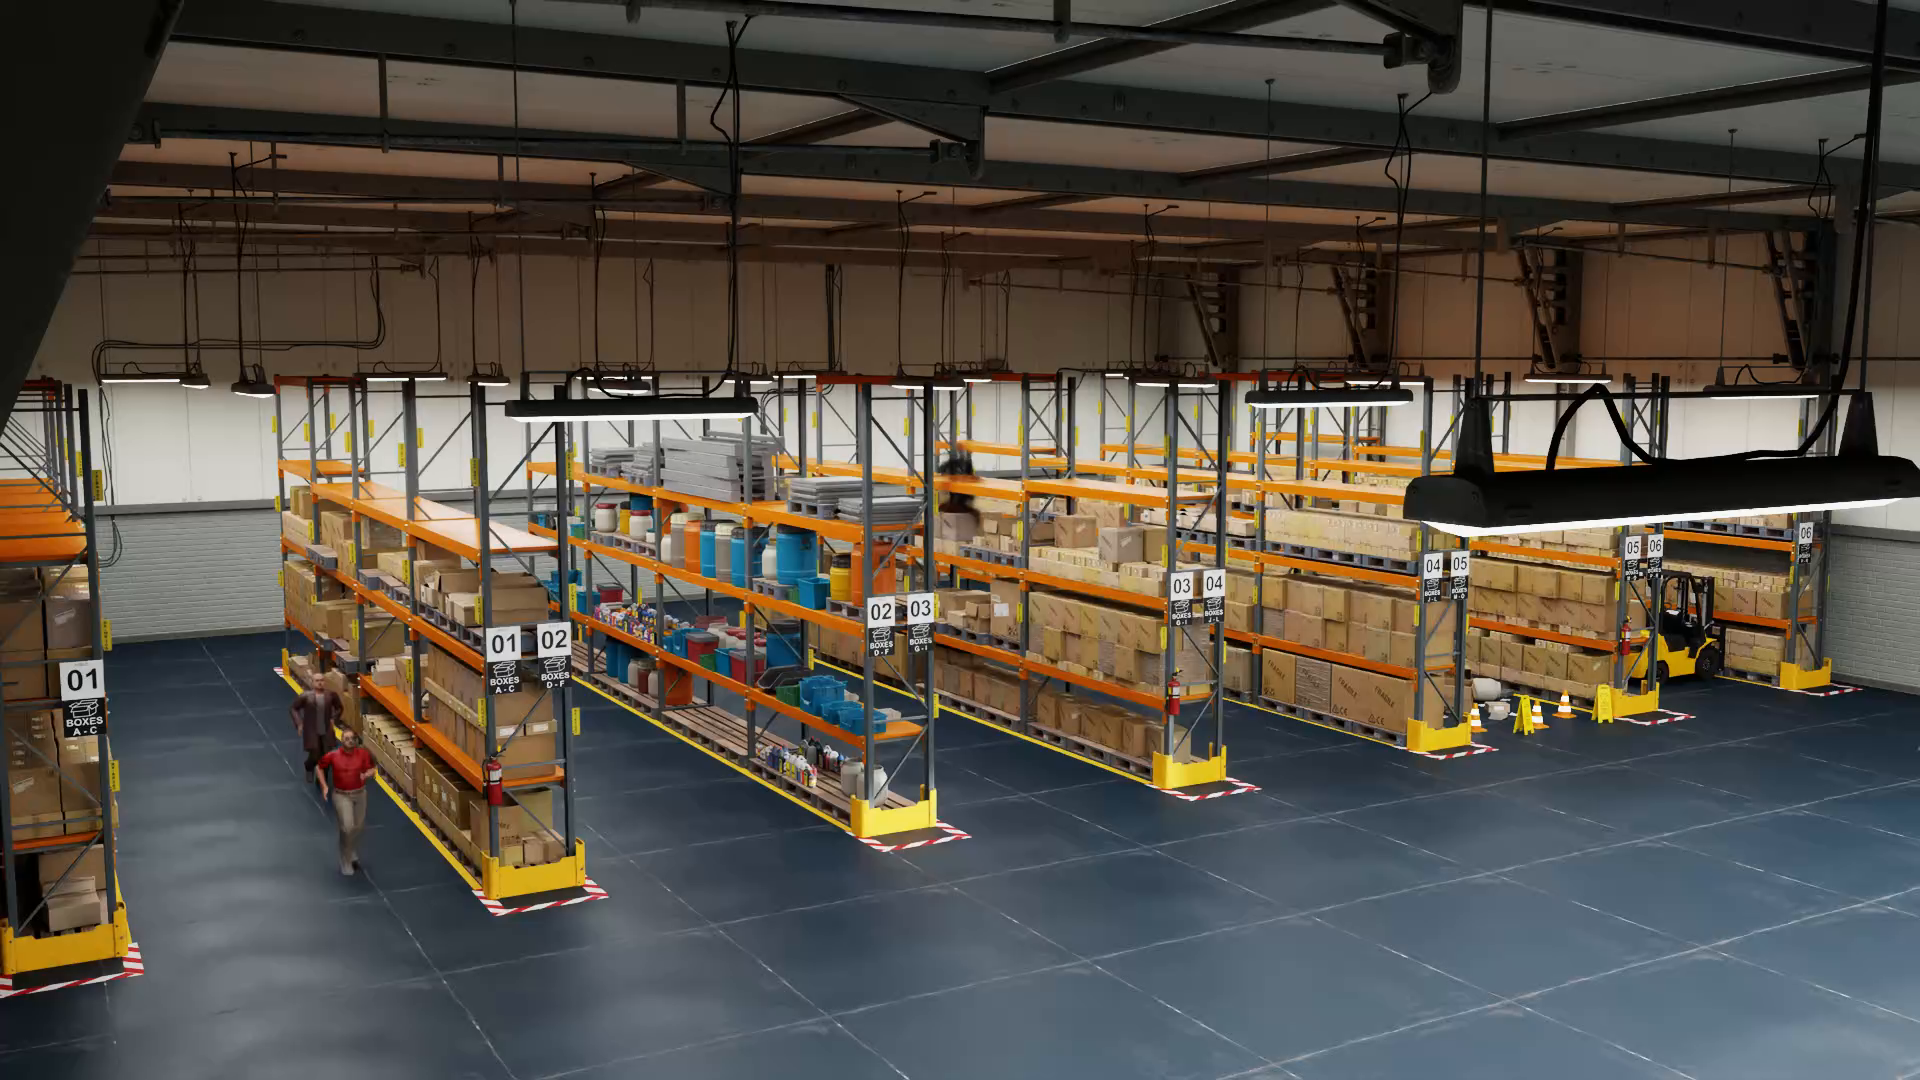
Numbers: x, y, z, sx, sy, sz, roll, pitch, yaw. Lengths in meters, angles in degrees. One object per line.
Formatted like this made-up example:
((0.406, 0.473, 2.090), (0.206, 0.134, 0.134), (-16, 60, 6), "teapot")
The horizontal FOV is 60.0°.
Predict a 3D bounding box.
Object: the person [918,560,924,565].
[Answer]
((-0.953, 1.294, 38.695), (0.640, 1.677, 0.928), (-4, 7, -31), "person")

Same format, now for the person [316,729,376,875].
((-7.557, 3.237, 20.602), (0.631, 1.798, 0.762), (-5, 8, -41), "person")

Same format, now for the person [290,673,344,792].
((-9.383, 2.807, 24.341), (0.729, 1.731, 0.671), (-4, 8, -35), "person")
